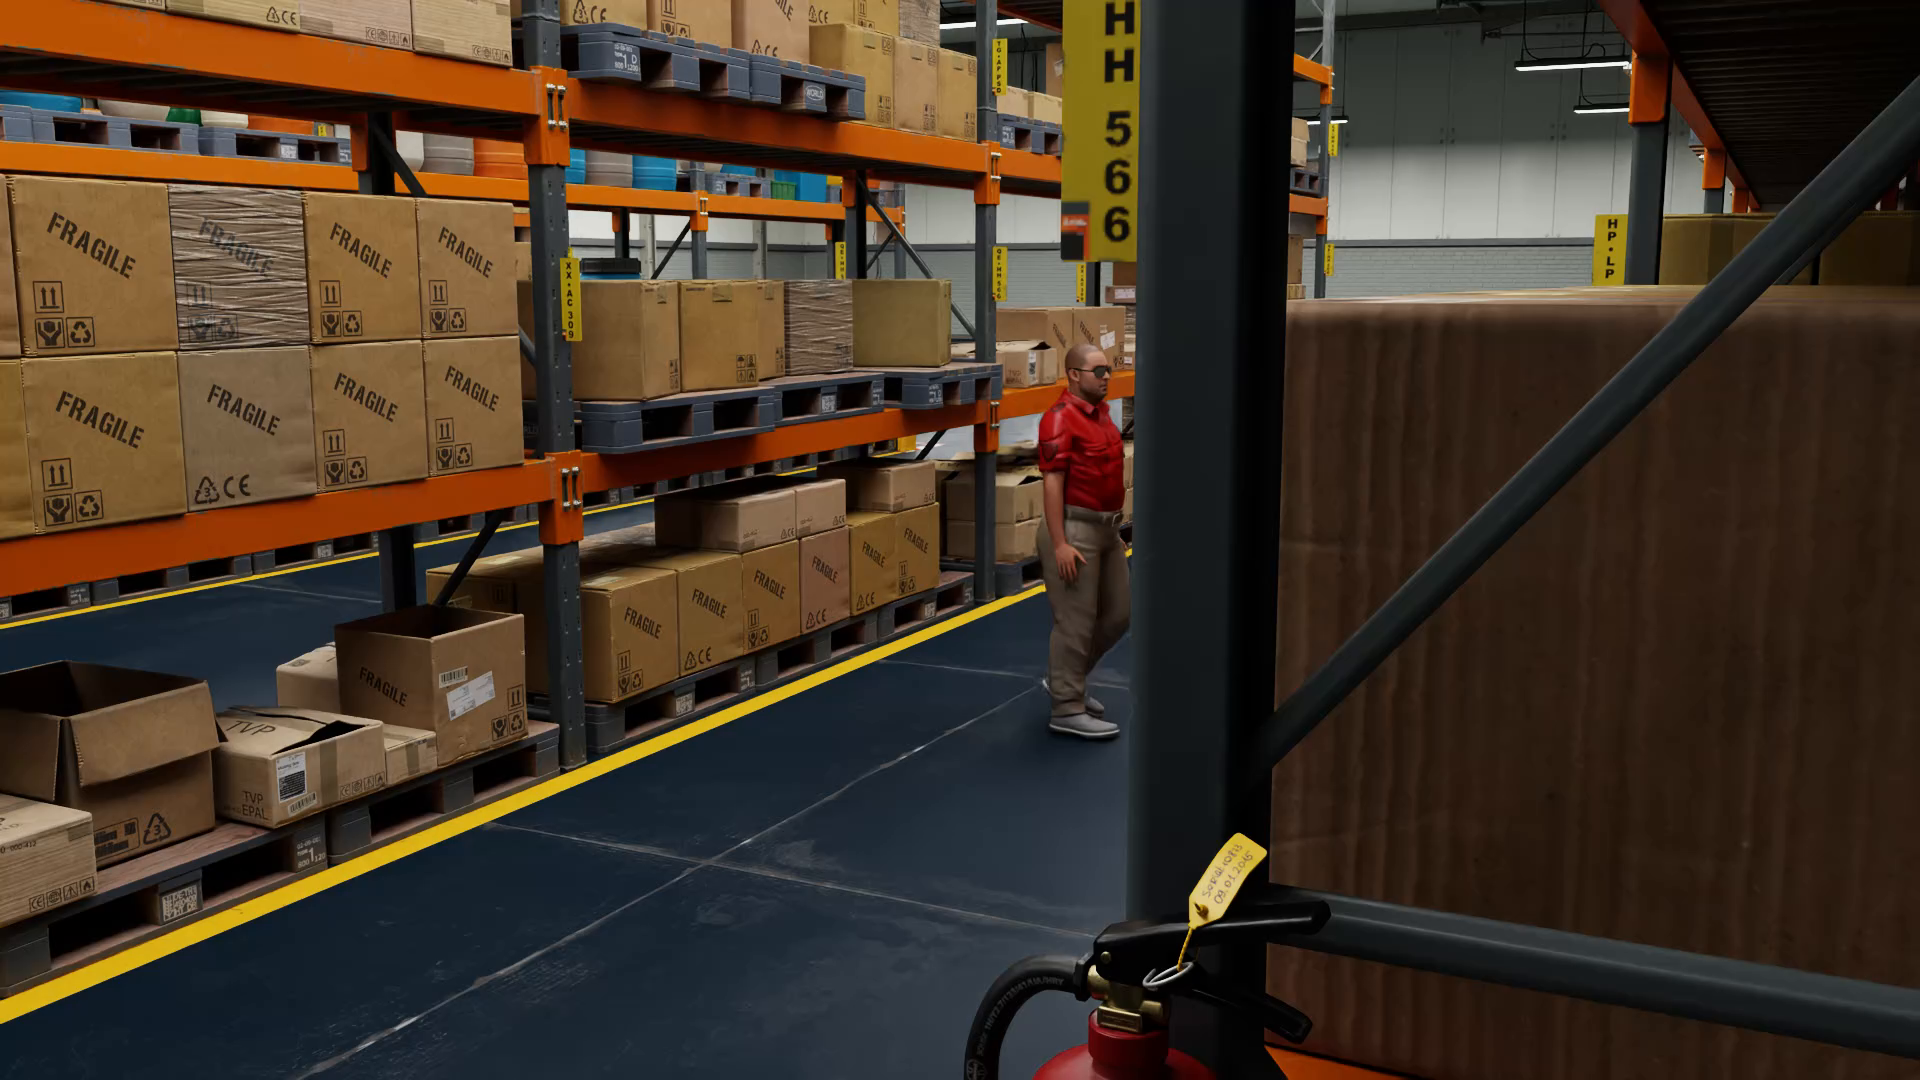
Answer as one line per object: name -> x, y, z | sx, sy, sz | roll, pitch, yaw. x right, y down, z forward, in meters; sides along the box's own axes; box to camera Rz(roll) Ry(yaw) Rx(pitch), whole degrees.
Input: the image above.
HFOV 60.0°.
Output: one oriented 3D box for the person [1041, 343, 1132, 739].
person -> 0.565, 0.013, 7.354 | 0.408, 1.758, 0.587 | 5, 10, 28
